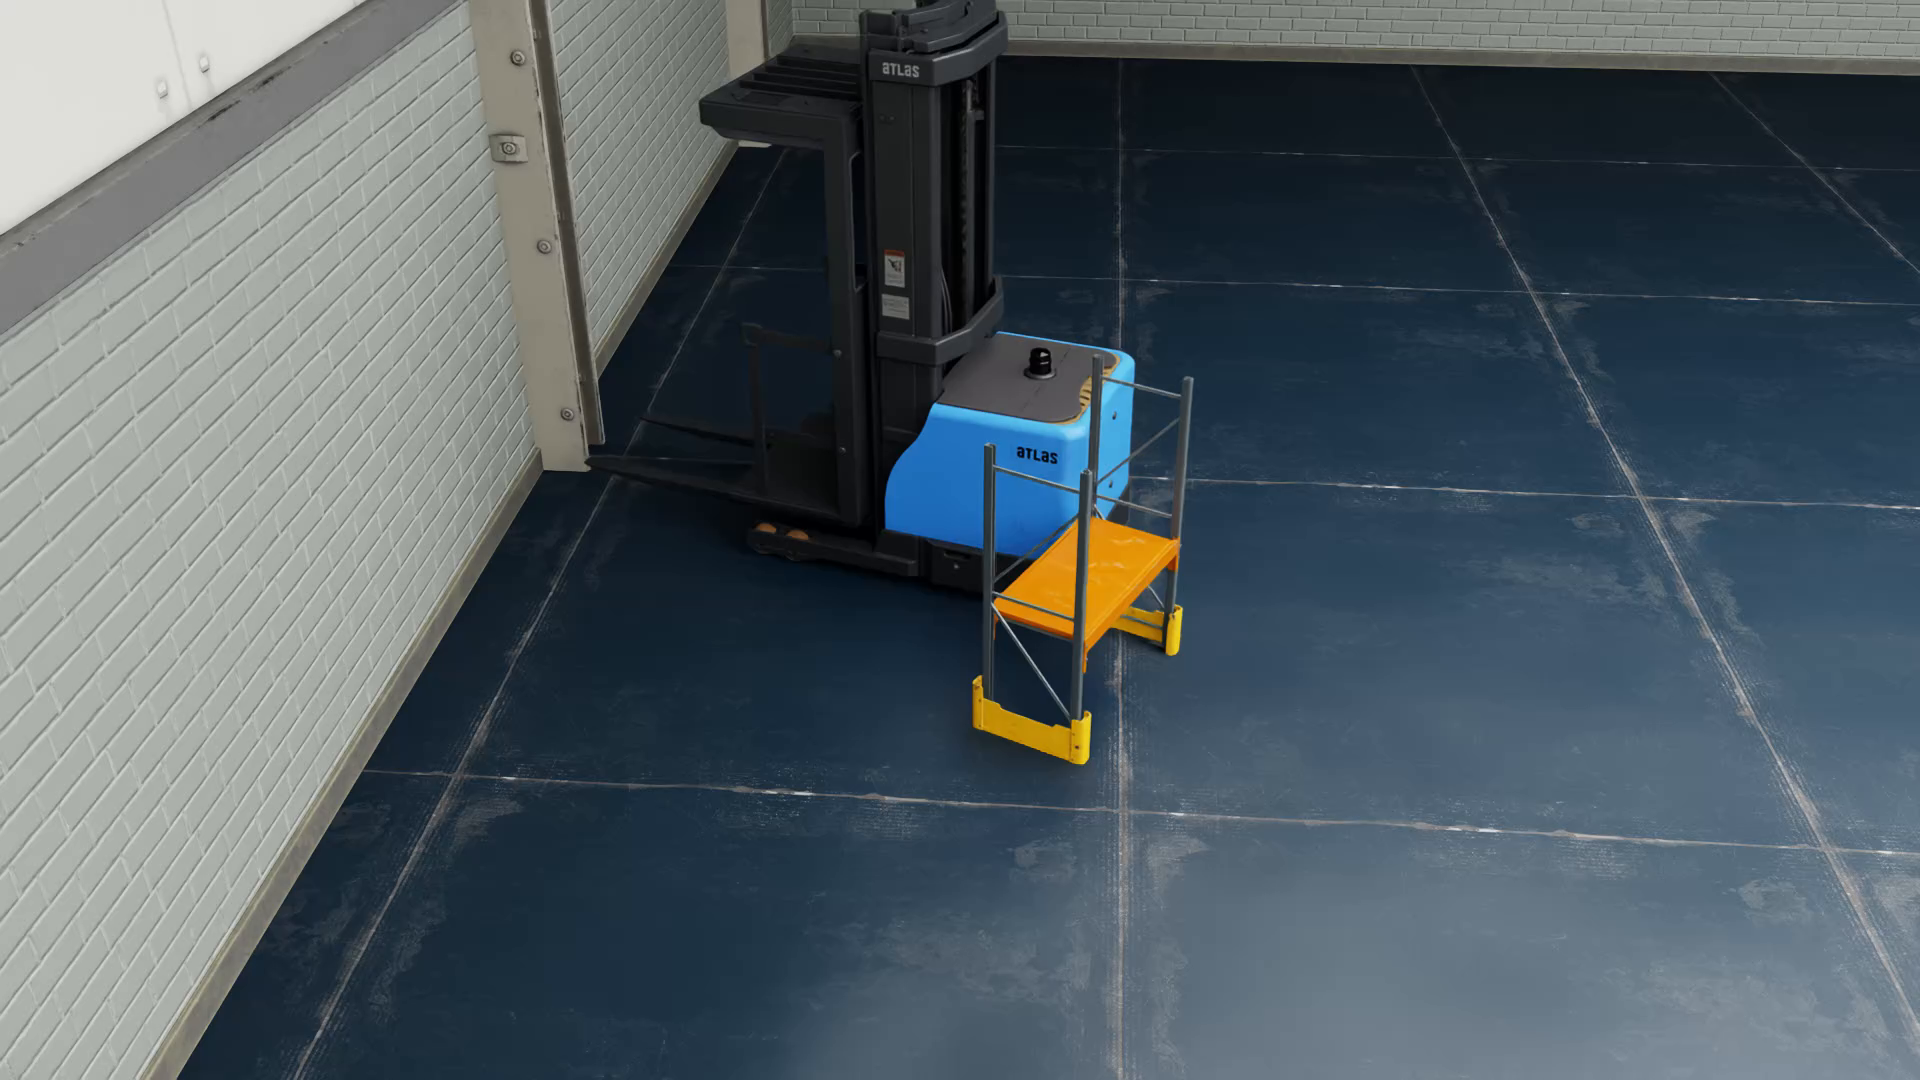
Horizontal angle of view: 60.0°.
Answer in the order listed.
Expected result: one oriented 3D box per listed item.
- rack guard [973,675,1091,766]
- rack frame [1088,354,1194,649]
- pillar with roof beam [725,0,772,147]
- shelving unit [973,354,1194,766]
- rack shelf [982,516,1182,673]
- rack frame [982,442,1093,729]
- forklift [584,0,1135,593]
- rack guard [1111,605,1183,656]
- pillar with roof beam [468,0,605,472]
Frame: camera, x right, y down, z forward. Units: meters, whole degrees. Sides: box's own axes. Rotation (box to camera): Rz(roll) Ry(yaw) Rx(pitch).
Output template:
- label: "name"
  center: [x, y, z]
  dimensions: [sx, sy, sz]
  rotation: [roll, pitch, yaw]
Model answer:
- label: "rack guard"
  center: [0.325, 0.829, 7.666]
  dimensions: [0.587, 0.250, 0.087]
  rotation: [17, 36, 26]
- label: "rack frame"
  center: [0.845, -0.161, 8.081]
  dimensions: [0.500, 1.500, 0.032]
  rotation: [17, 36, 26]
- label: "pillar with roof beam"
  center: [2.426, -7.302, 12.521]
  dimensions: [9.100, 9.000, 0.400]
  rotation: [2, 32, 4]
- label: "shelving unit"
  center: [0.580, 0.072, 7.703]
  dimensions: [0.587, 1.500, 1.083]
  rotation: [17, 36, 26]
- label: "rack shelf"
  center: [0.585, 0.222, 7.804]
  dimensions: [0.538, 0.185, 1.000]
  rotation: [17, 36, 26]
- label: "rack frame"
  center: [0.325, 0.298, 7.338]
  dimensions: [0.500, 1.500, 0.032]
  rotation: [17, 36, 26]
- label: "forklift"
  center: [-0.629, -1.377, 8.690]
  dimensions: [3.031, 2.935, 1.130]
  rotation: [12, 33, 18]
- label: "rack guard"
  center: [0.835, 0.380, 8.395]
  dimensions: [0.587, 0.250, 0.087]
  rotation: [17, 36, 26]
- label: "pillar with roof beam"
  center: [1.937, -4.165, 7.430]
  dimensions: [9.100, 9.000, 0.400]
  rotation: [2, 32, 4]
